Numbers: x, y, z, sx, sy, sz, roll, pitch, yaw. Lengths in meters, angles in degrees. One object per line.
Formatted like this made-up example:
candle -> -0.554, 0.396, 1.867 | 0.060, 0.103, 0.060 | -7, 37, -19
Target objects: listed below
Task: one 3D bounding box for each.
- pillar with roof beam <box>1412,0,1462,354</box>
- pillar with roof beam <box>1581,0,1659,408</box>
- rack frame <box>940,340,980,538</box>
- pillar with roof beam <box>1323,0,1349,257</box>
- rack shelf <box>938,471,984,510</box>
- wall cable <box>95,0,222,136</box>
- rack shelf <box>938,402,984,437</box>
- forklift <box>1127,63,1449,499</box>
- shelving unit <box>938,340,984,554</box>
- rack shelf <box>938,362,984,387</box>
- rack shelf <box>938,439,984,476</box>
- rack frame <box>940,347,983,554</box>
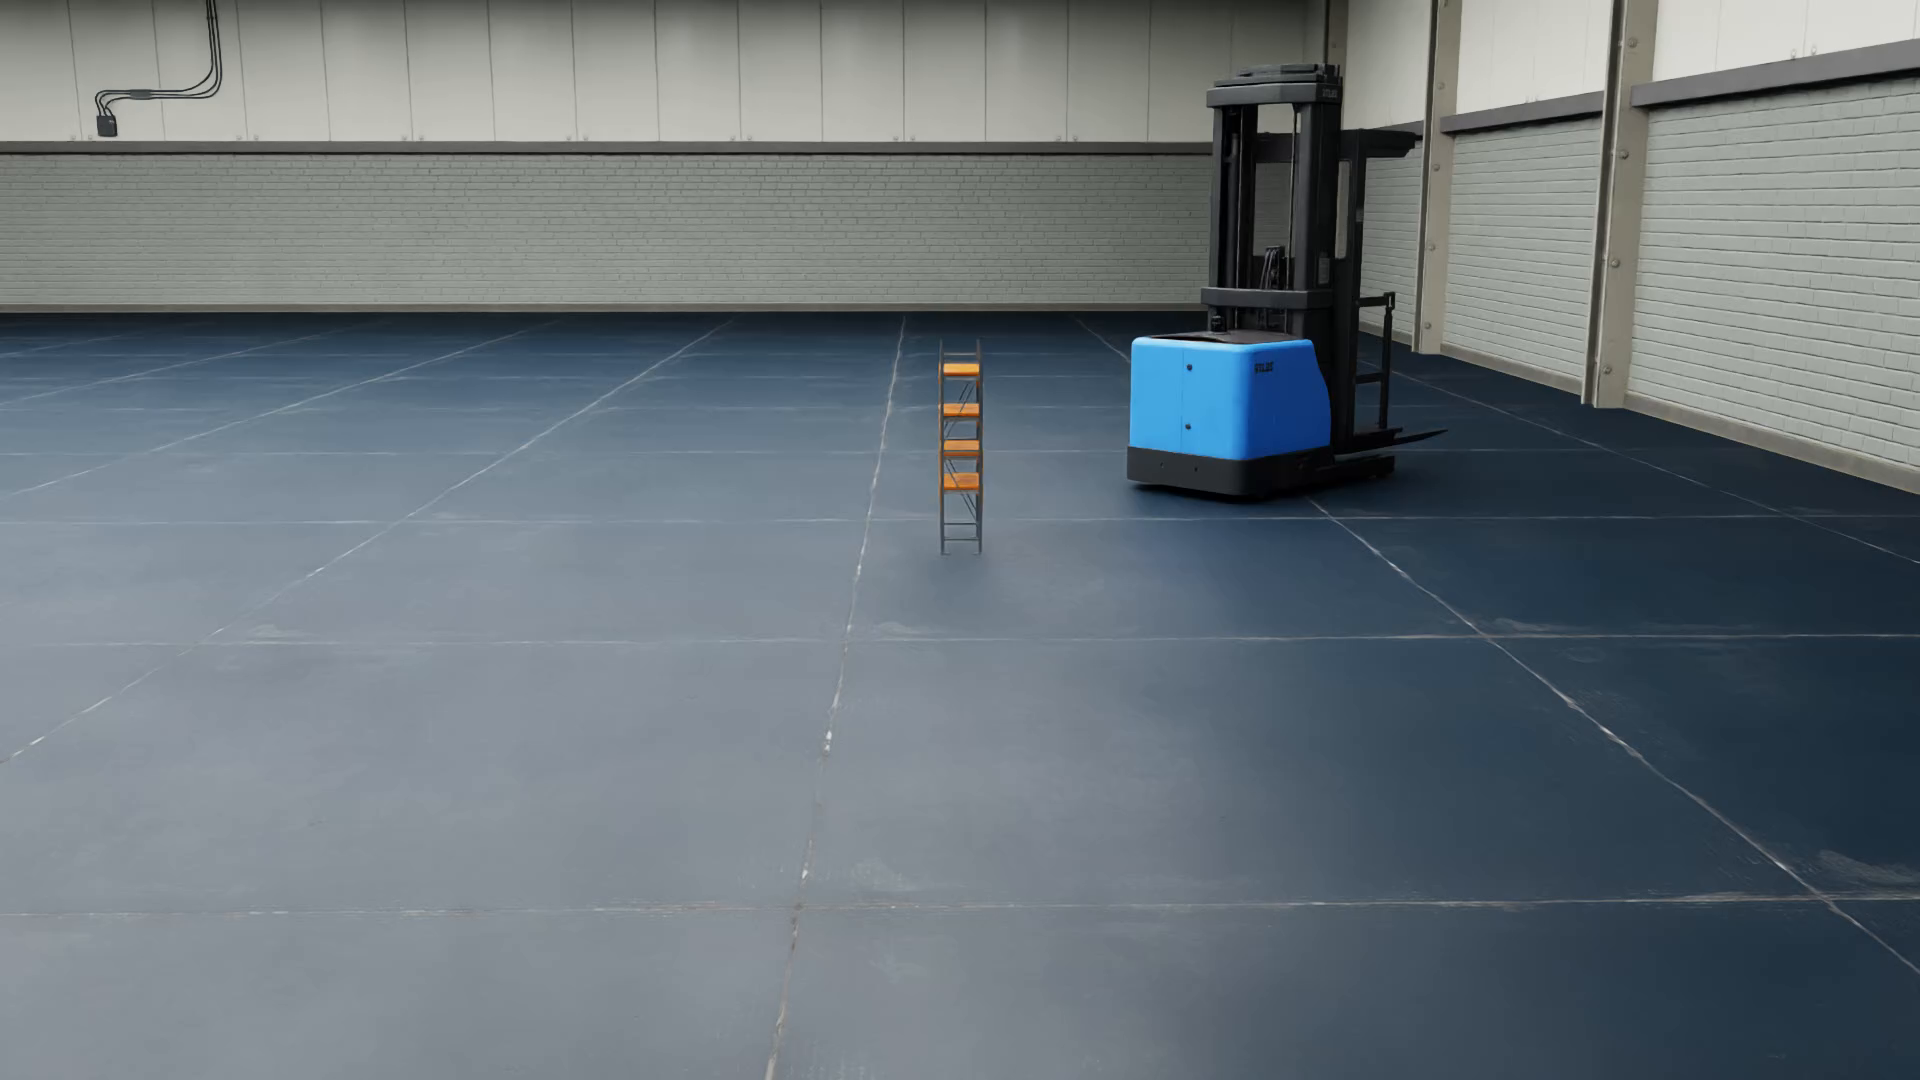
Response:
pillar with roof beam -> 2.041, -6.935, 21.612 | 9.100, 9.000, 0.400 | 0, 11, -1
pillar with roof beam -> 2.165, -5.743, 15.733 | 9.100, 9.000, 0.400 | 0, 11, -1
rack frame -> -0.002, -0.604, 10.017 | 0.240, 1.200, 0.015 | 0, 11, -1
pillar with roof beam -> 1.917, -8.128, 27.491 | 9.100, 9.000, 0.400 | 0, 11, -1
rack shelf -> 0.003, -0.295, 9.830 | 0.258, 0.148, 0.480 | 0, 11, -1
wall cable -> -14.519, -10.310, 29.692 | 2.305, 6.003, 0.169 | 0, 11, -1
rack shelf -> 0.003, -0.708, 9.747 | 0.258, 0.148, 0.480 | 0, 11, -1
forklift -> 2.596, -1.941, 12.255 | 3.031, 2.935, 1.130 | -11, 16, -43
shelving unit -> 0.003, -0.555, 9.778 | 0.258, 1.200, 0.503 | 0, 11, -1
rack shelf -> 0.003, -0.940, 9.699 | 0.258, 0.148, 0.480 | 0, 11, -1
rack shelf -> 0.003, -0.489, 9.791 | 0.258, 0.148, 0.480 | 0, 11, -1
rack frame -> 0.008, -0.507, 9.539 | 0.240, 1.200, 0.015 | 0, 11, -1
